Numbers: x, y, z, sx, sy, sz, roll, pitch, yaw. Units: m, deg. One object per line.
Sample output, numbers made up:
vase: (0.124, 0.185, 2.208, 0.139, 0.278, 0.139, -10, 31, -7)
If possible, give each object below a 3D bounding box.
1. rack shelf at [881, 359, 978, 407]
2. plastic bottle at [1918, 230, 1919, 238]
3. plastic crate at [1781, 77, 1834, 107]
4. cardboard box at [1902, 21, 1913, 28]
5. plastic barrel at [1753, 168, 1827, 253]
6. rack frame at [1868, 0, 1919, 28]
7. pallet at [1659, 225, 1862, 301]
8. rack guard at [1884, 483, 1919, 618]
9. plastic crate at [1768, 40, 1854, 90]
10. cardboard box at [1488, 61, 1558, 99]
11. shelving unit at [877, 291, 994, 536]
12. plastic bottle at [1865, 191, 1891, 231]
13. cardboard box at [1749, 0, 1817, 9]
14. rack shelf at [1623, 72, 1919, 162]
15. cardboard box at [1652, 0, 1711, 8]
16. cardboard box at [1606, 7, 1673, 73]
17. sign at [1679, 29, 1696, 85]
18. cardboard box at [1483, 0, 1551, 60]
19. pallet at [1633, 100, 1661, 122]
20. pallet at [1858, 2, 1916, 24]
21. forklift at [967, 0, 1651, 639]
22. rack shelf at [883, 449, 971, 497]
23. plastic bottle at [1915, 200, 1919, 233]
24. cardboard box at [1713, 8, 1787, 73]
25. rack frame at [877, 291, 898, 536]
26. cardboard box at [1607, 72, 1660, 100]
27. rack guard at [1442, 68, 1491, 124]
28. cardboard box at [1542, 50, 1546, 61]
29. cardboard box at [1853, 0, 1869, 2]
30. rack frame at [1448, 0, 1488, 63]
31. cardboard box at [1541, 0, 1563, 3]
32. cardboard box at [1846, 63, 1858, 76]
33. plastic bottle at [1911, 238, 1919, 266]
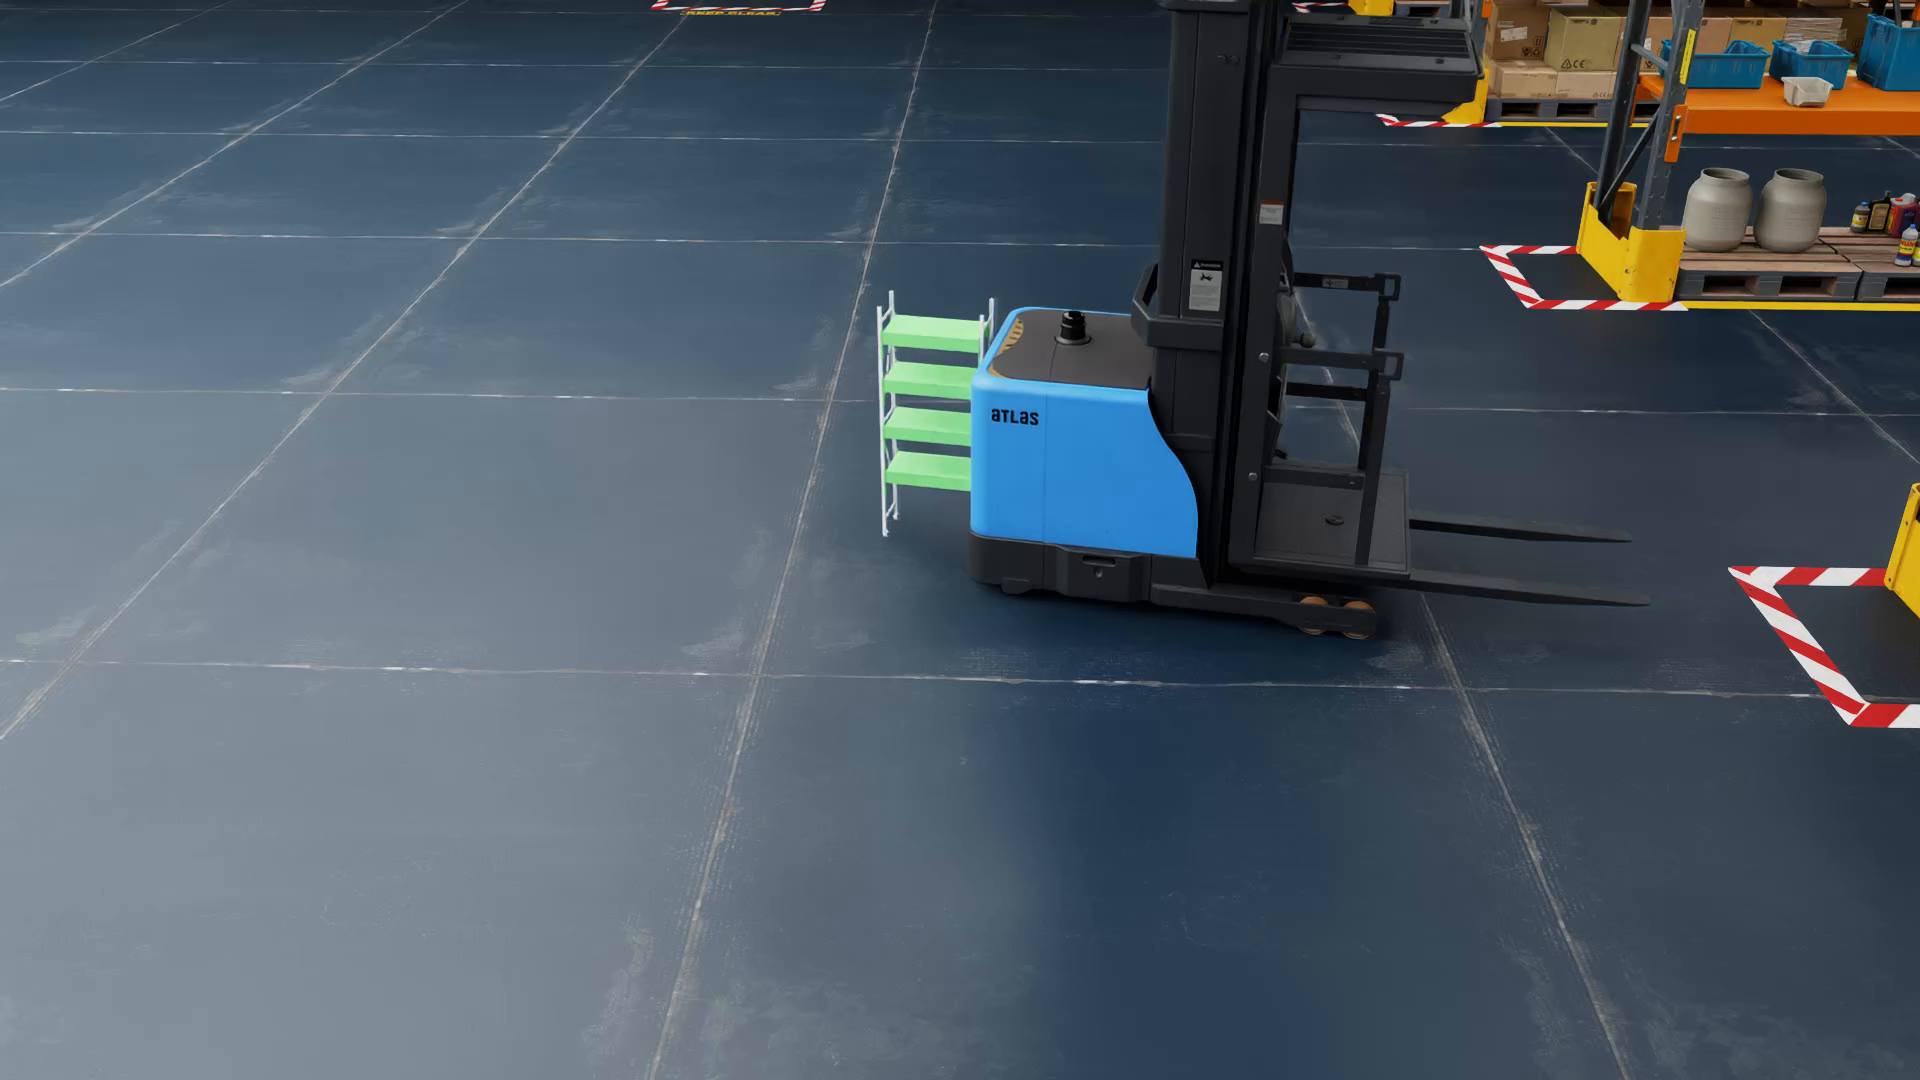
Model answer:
rack shelf: (-0.113, -0.735, 7.980, 0.480, 0.148, 0.258, 6, 29, 11)
plastic bottle: (6.877, -2.245, 11.800, 0.097, 0.201, 0.097, 0, 28, 0)
plastic crate: (5.505, -2.908, 10.815, 0.250, 0.136, 0.298, 1, 28, 2)
cardboard box: (9.213, -4.788, 15.969, 0.500, 0.311, 0.500, 1, 28, 2)
plastic barrel: (5.783, -2.293, 11.581, 0.421, 0.512, 0.421, 0, 28, 0)
rack frame: (8.798, -5.443, 15.314, 0.127, 3.000, 1.000, 1, 28, 2)
pallet: (5.511, -1.963, 11.728, 1.213, 0.211, 1.003, 1, 28, 2)
rack guard: (4.523, 0.234, 7.275, 0.348, 0.500, 1.175, 1, 28, 2)
plastic crate: (5.782, -3.243, 11.324, 0.408, 0.251, 0.499, 1, 28, 2)
cardboard box: (5.329, -4.366, 15.772, 0.500, 0.250, 0.500, 1, 28, 2)
shelving unit: (-0.113, -0.580, 8.062, 0.503, 1.200, 0.258, 6, 29, 11)
plastic bottle: (6.590, -2.366, 11.941, 0.133, 0.283, 0.061, 2, 28, 3)
cardboard box: (7.846, -4.903, 15.984, 0.500, 0.500, 0.500, 1, 28, 2)
rack shelf: (6.621, -2.839, 11.172, 4.000, 0.370, 1.077, 1, 28, 2)
cardboard box: (6.847, -4.923, 16.020, 0.500, 0.500, 0.500, 1, 28, 2)
cardboard box: (6.329, -4.688, 15.578, 0.500, 0.500, 0.500, 1, 28, 2)
sign: (4.598, -3.055, 10.515, 0.005, 0.325, 0.100, 1, 28, 2)
cardboard box: (5.347, -4.941, 16.055, 0.500, 0.500, 0.500, 1, 28, 2)
pallet: (6.782, -4.262, 16.065, 1.213, 0.211, 1.003, 1, 28, 2)
pallet: (10.970, -6.498, 20.283, 1.213, 0.211, 1.003, 1, 28, 2)
forklift: (1.607, -1.126, 7.245, 3.031, 2.935, 1.130, 6, 29, 11)
rack shelf: (-0.113, -0.311, 8.205, 0.480, 0.148, 0.258, 6, 29, 11)
plastic bottle: (6.862, -2.337, 11.894, 0.135, 0.276, 0.152, 0, 28, 0)
cardboard box: (7.328, -4.670, 15.544, 0.500, 0.500, 0.500, 1, 28, 2)
rack frame: (-0.351, -0.605, 8.110, 0.015, 1.200, 0.240, 6, 29, 11)
cardboard box: (6.328, -4.351, 15.743, 0.500, 0.250, 0.500, 1, 28, 2)
rack guard: (4.777, -4.405, 16.025, 0.348, 0.500, 1.175, 1, 28, 2)
cardboard box: (5.847, -4.606, 16.224, 0.500, 0.250, 0.500, 1, 28, 2)
cardboard box: (10.732, -6.834, 20.139, 0.500, 0.500, 0.700, 1, 28, 2)
rack frame: (4.801, -5.509, 15.439, 0.127, 3.000, 1.000, 1, 28, 2)
cardboard box: (6.961, -6.819, 20.110, 0.500, 0.500, 0.700, -1, 28, -1)
cardboard box: (8.327, -4.319, 15.681, 0.500, 0.250, 0.500, 1, 28, 2)
plastic bottle: (6.526, -1.971, 11.283, 0.097, 0.201, 0.097, 0, 28, 0)
